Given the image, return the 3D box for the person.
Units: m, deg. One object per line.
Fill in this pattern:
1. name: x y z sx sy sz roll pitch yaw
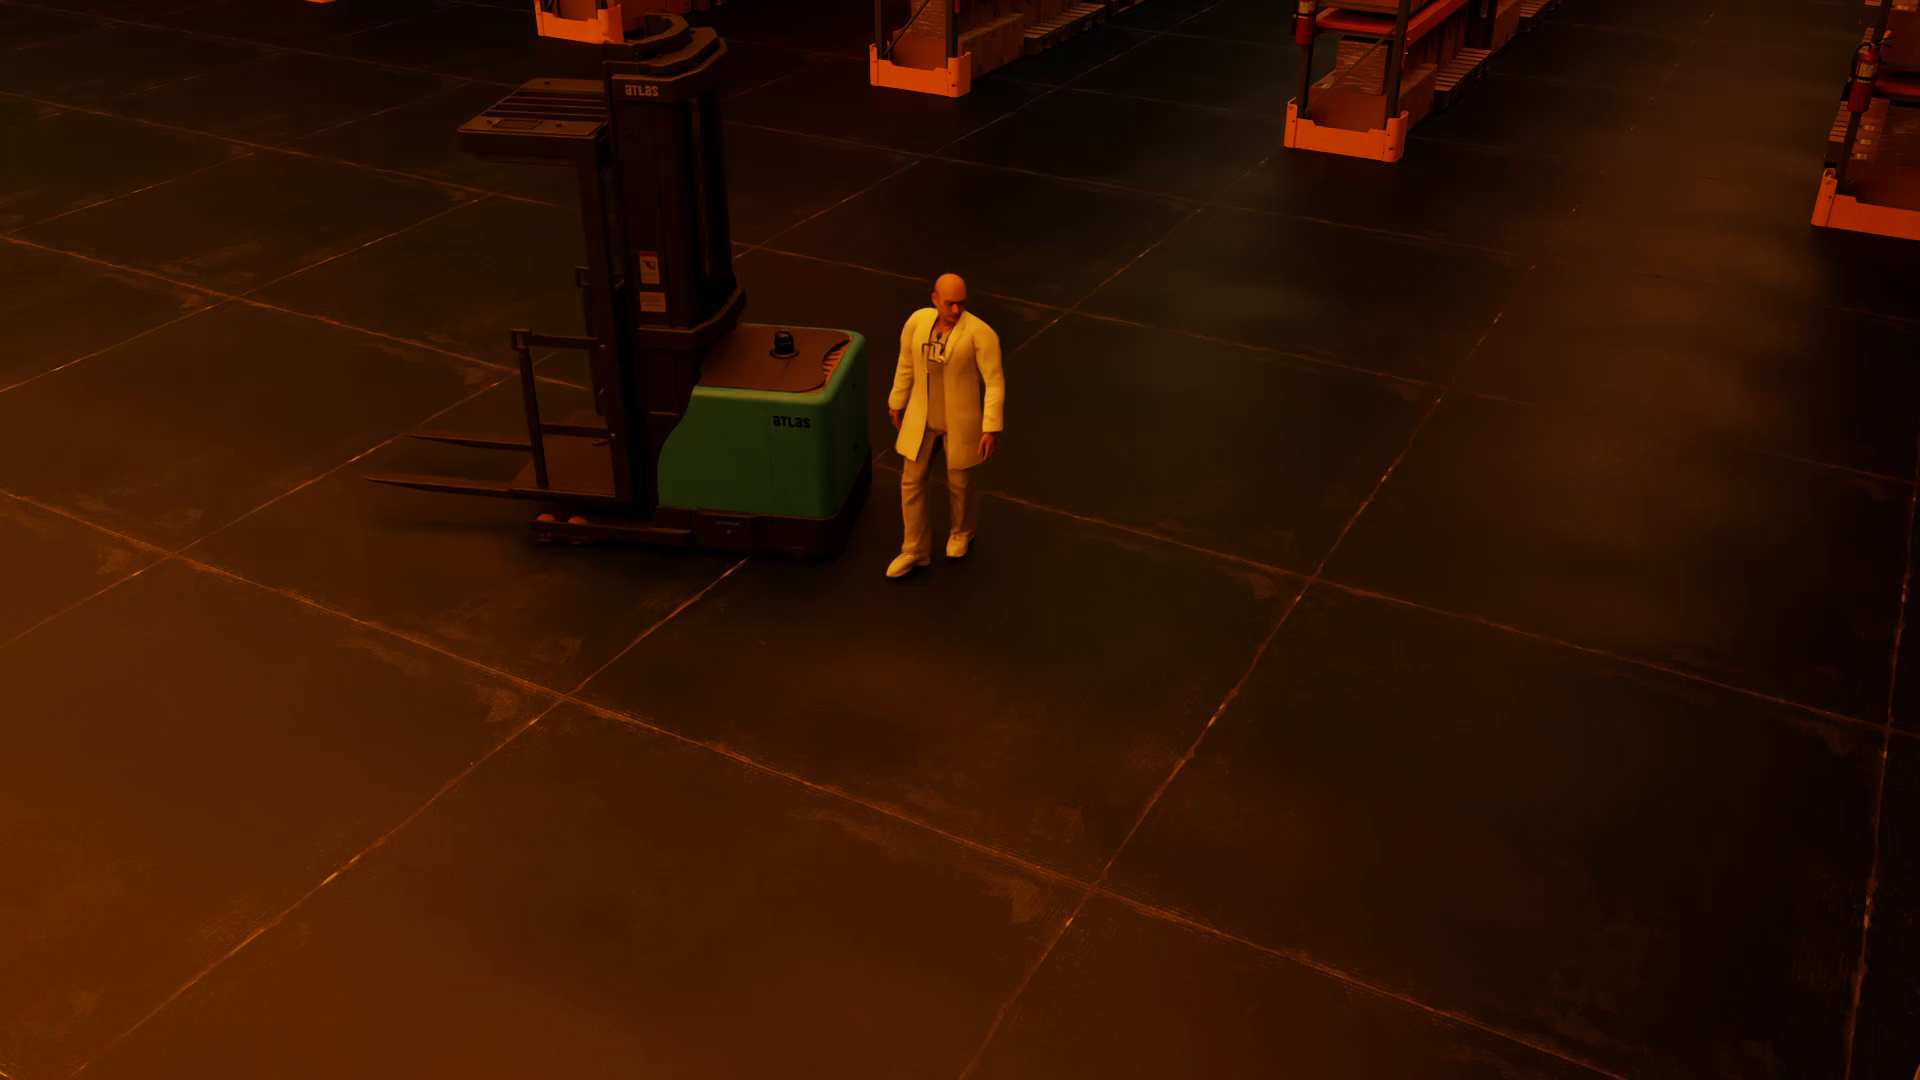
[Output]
1. person: -0.106 -0.639 9.360 0.773 1.755 0.764 11 32 18

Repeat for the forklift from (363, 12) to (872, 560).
1. forklift: -2.120 -1.494 9.659 3.031 2.935 1.130 5 30 8
